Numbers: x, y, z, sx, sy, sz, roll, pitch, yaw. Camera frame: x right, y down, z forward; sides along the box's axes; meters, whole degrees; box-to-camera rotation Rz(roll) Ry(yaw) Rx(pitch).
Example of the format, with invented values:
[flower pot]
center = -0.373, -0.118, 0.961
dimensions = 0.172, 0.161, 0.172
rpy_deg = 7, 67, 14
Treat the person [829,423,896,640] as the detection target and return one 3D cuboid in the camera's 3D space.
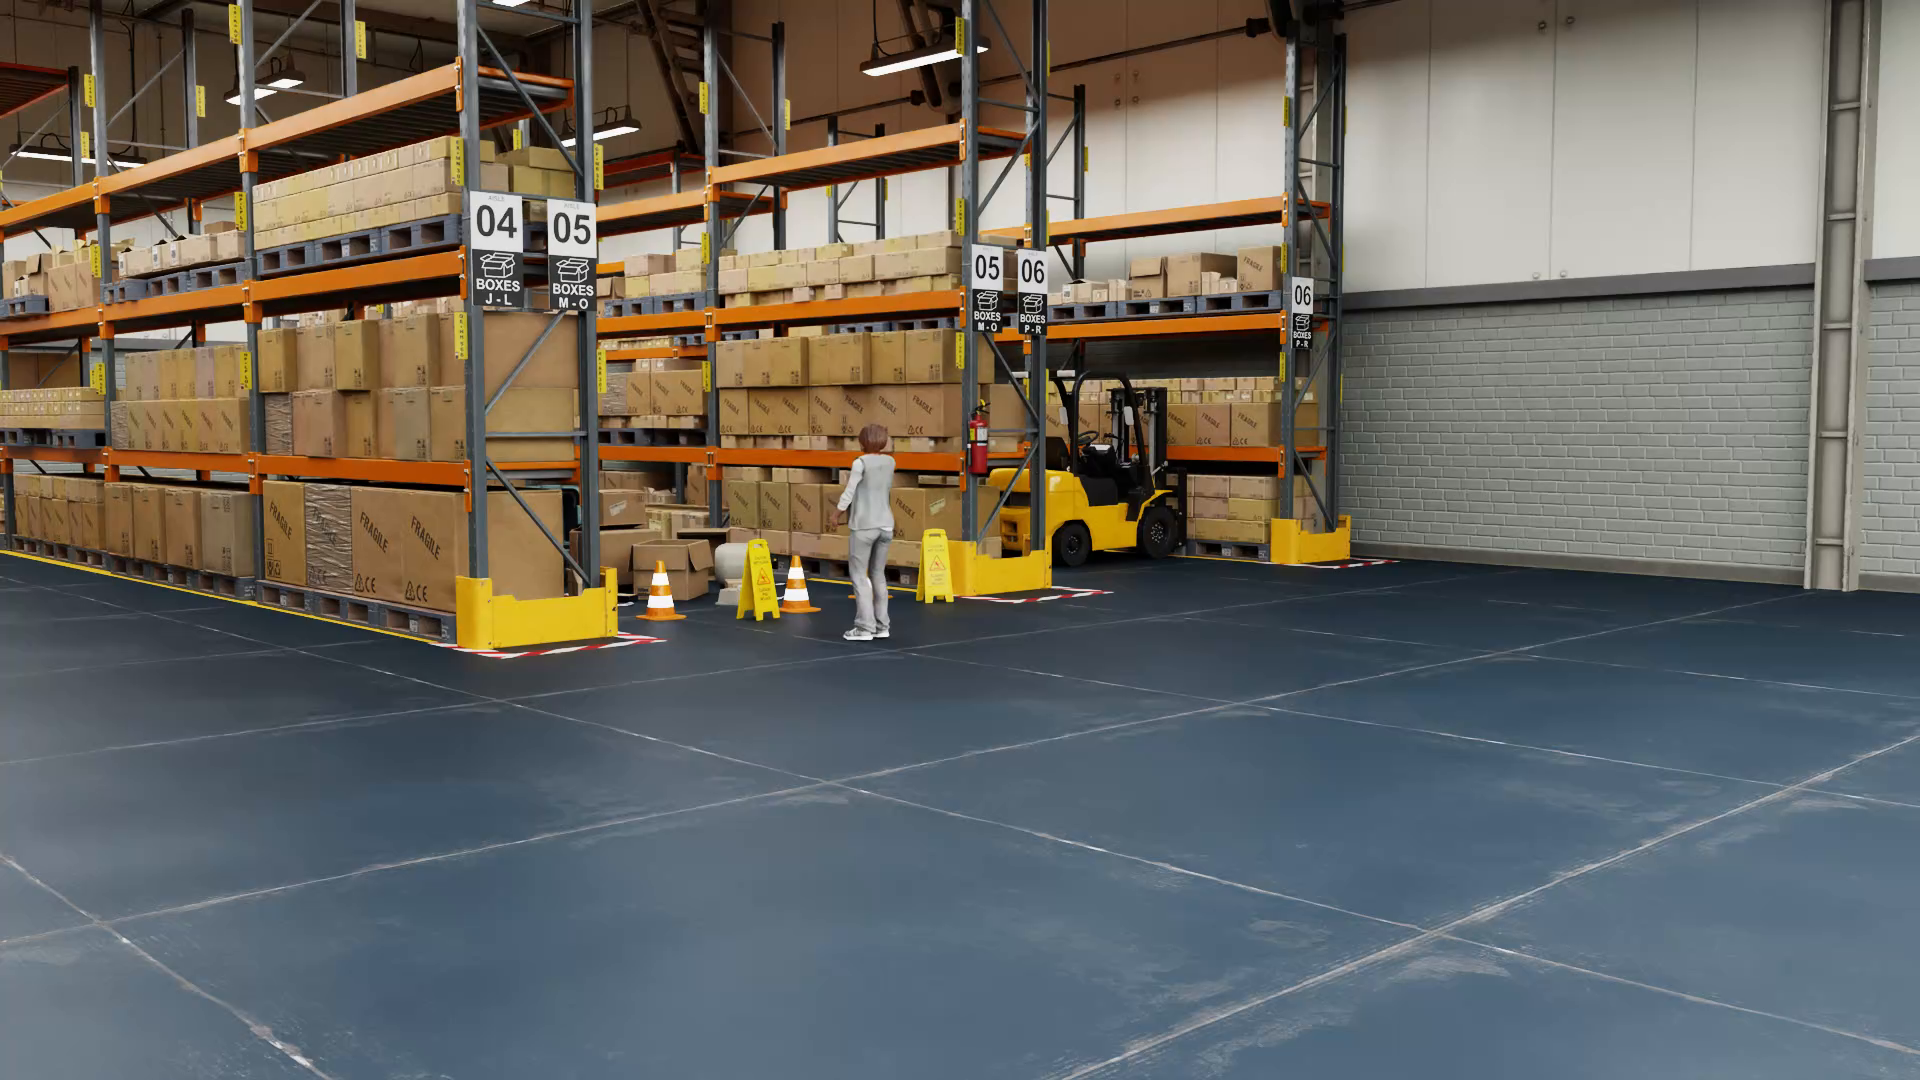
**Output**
[person]
center = -0.710, -0.065, 12.220
dimensions = 0.405, 1.593, 0.488
rpy_deg = -4, 6, -43
